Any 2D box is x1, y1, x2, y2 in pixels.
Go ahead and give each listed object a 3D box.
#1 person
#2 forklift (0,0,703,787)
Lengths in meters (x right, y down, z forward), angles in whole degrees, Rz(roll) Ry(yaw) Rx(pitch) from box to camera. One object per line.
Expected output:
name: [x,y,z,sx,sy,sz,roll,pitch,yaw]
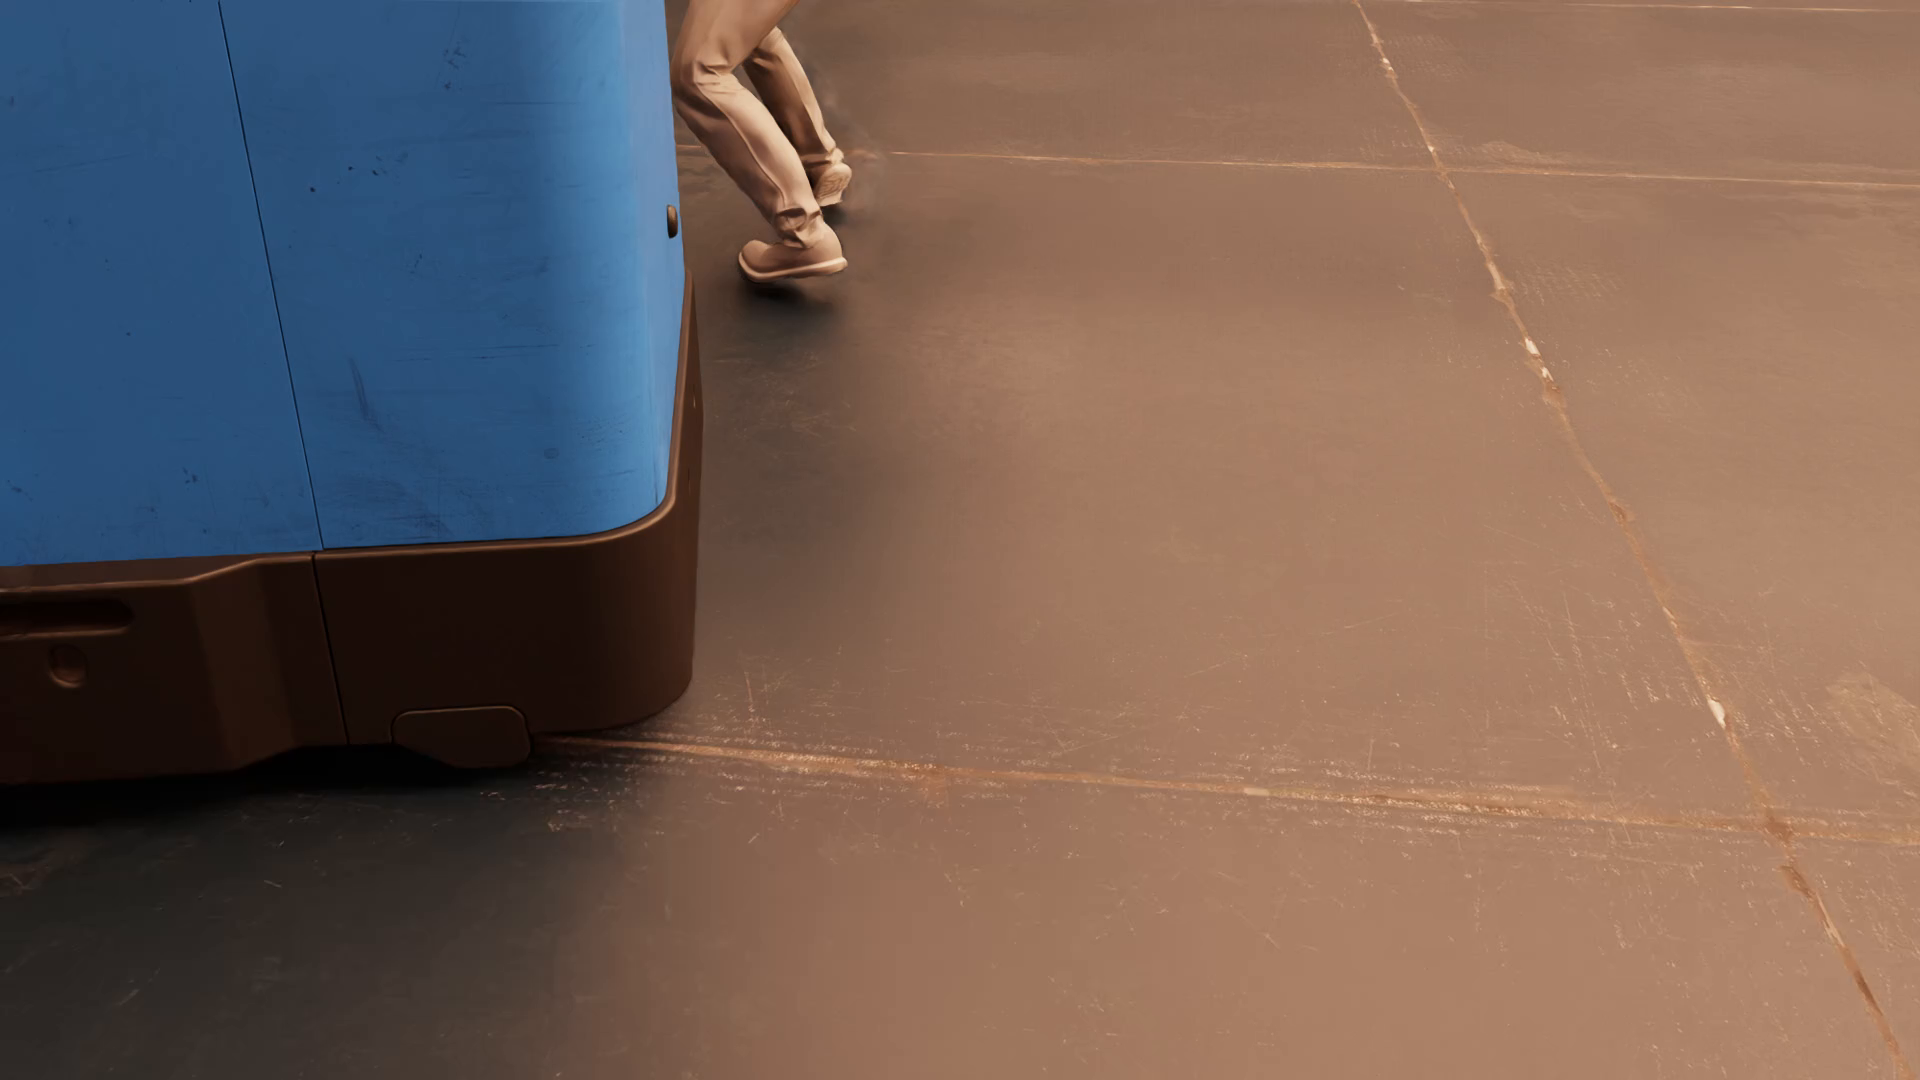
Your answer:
person: [-0.387,-1.311,3.559,0.534,1.606,0.973,4,27,9]
forklift: [-1.879,-1.186,1.595,3.031,2.935,1.130,-3,27,-6]
